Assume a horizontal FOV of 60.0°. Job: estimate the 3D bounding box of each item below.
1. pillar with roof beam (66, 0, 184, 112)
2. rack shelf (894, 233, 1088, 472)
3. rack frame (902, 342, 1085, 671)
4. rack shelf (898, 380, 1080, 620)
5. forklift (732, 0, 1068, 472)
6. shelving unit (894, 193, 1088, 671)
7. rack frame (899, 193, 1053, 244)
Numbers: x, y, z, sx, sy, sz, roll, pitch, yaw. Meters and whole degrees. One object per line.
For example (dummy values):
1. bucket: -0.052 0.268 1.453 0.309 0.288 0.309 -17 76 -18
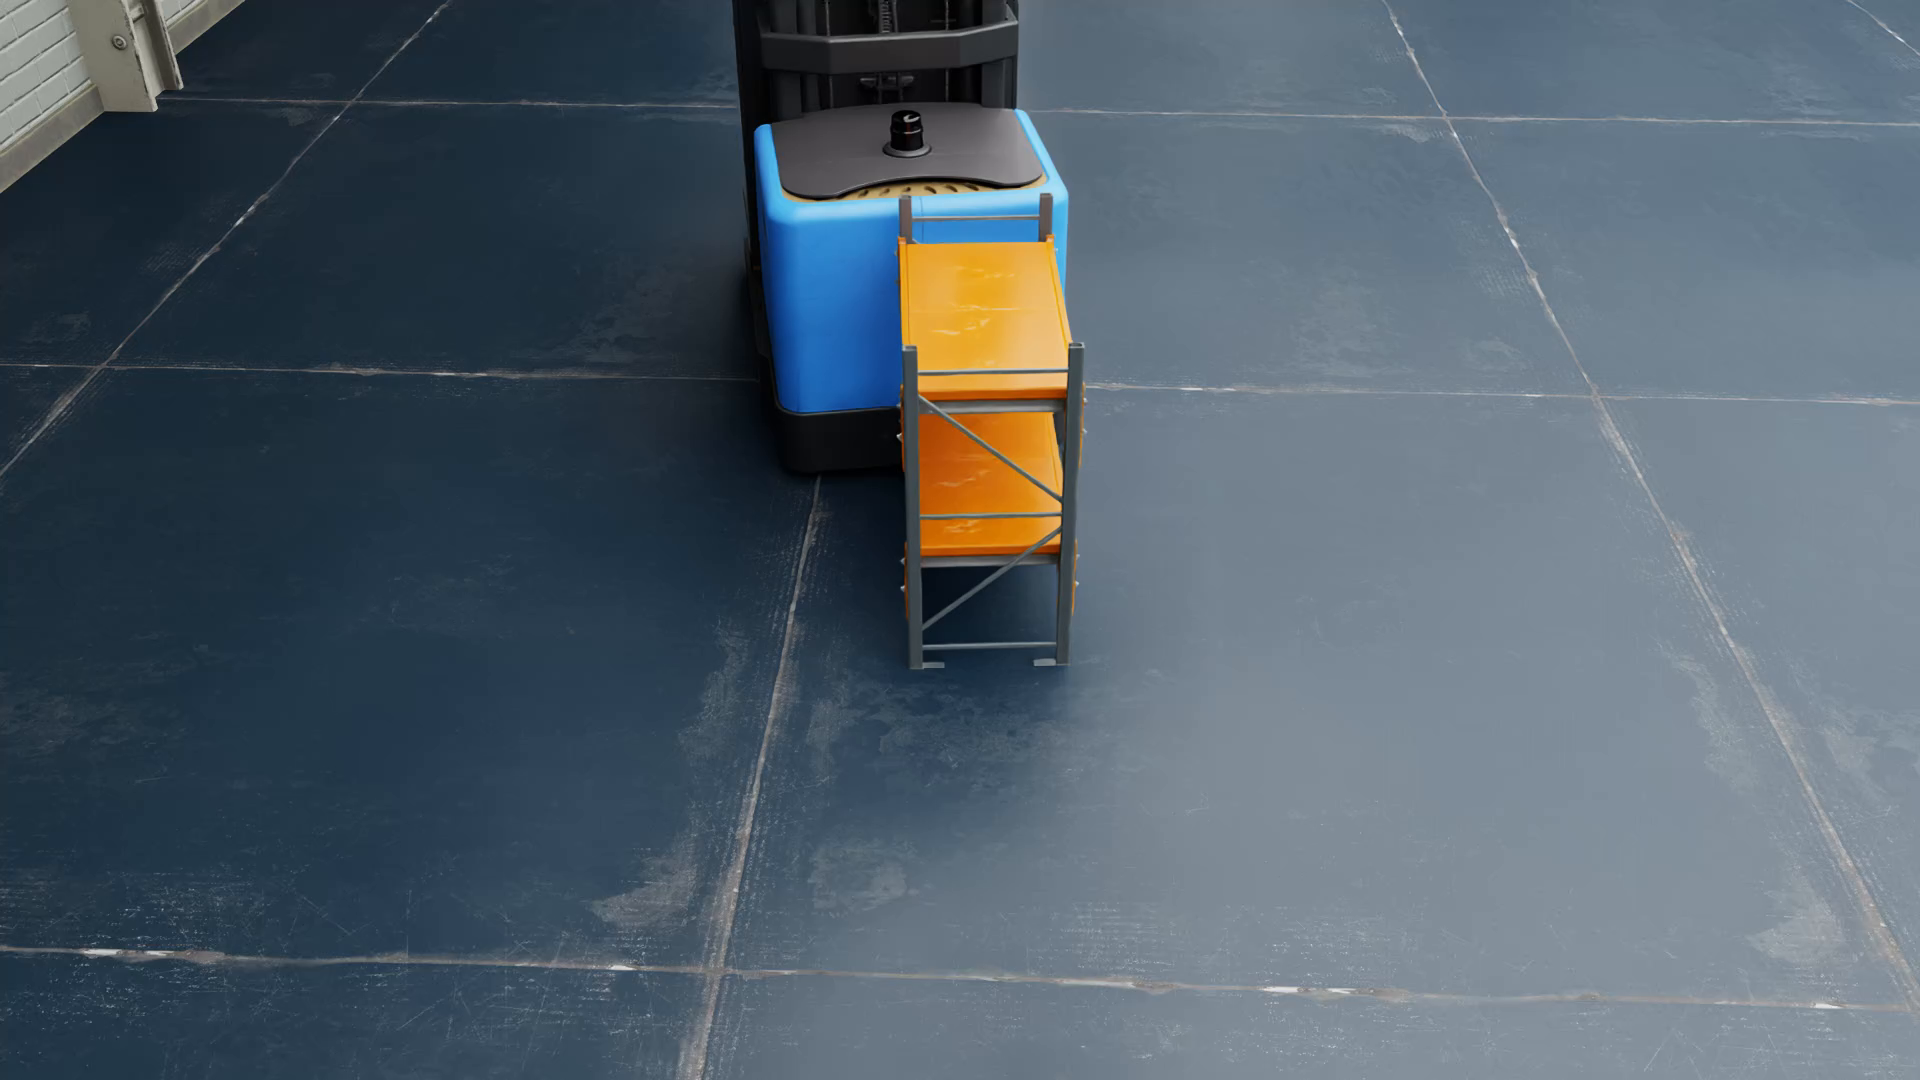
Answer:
1. pillar with roof beam: -0.246 -6.037 6.514 9.100 9.000 0.400 1 35 2
2. rack shelf: 0.071 -0.600 5.117 0.538 0.278 1.000 -1 35 -2
3. rack frame: 0.091 -0.069 4.870 0.500 1.125 0.032 -1 35 -2
4. rack shelf: 0.071 -0.161 5.426 0.538 0.278 1.000 -1 35 -2
5. forklift: -0.358 -2.280 6.446 1.130 2.935 3.031 -5 35 -7
6. shelving unit: 0.071 -0.361 5.285 0.538 1.125 1.048 -1 35 -2
7. rack frame: 0.051 -0.653 5.701 0.500 1.125 0.032 -1 35 -2
